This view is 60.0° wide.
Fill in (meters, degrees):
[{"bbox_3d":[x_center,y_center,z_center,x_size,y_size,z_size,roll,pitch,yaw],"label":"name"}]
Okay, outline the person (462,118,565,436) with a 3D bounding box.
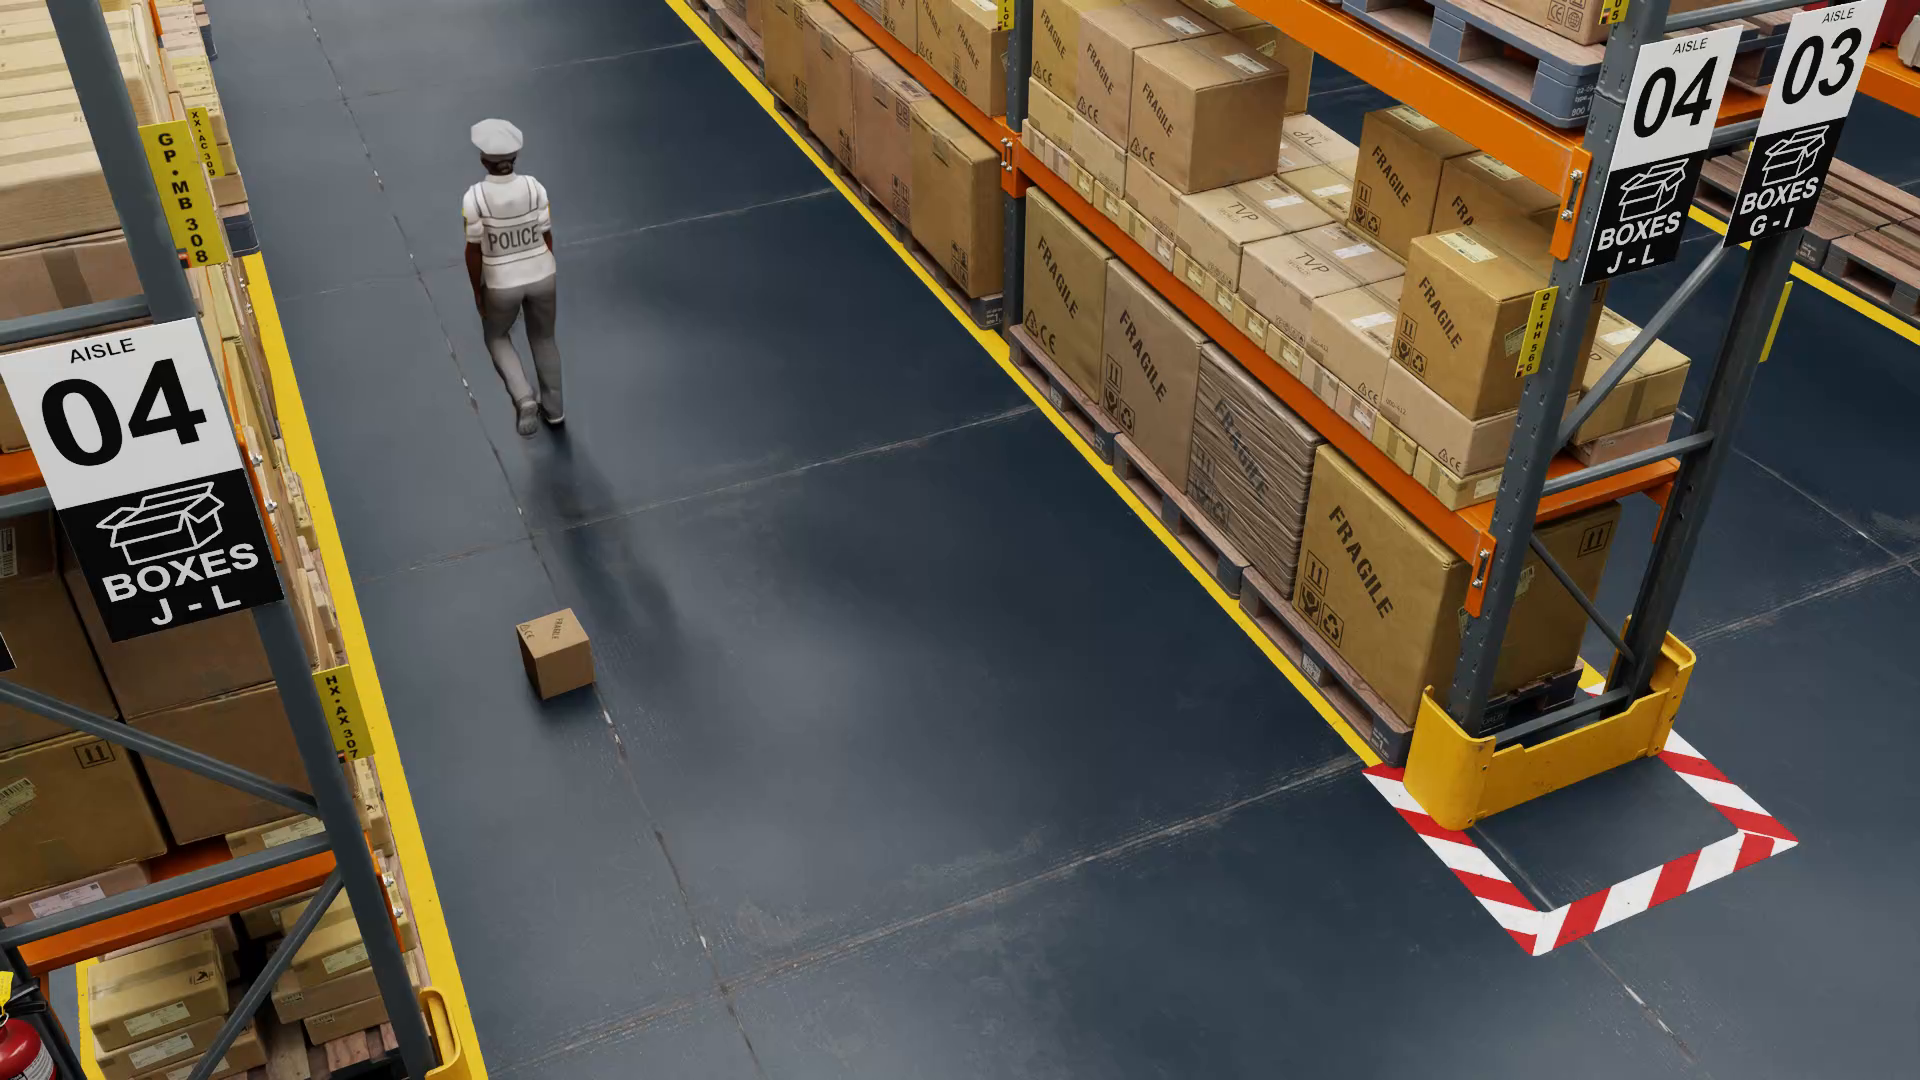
[{"bbox_3d":[-2.250,-1.291,8.484,0.459,1.677,0.500,-17,41,-21],"label":"person"}]
